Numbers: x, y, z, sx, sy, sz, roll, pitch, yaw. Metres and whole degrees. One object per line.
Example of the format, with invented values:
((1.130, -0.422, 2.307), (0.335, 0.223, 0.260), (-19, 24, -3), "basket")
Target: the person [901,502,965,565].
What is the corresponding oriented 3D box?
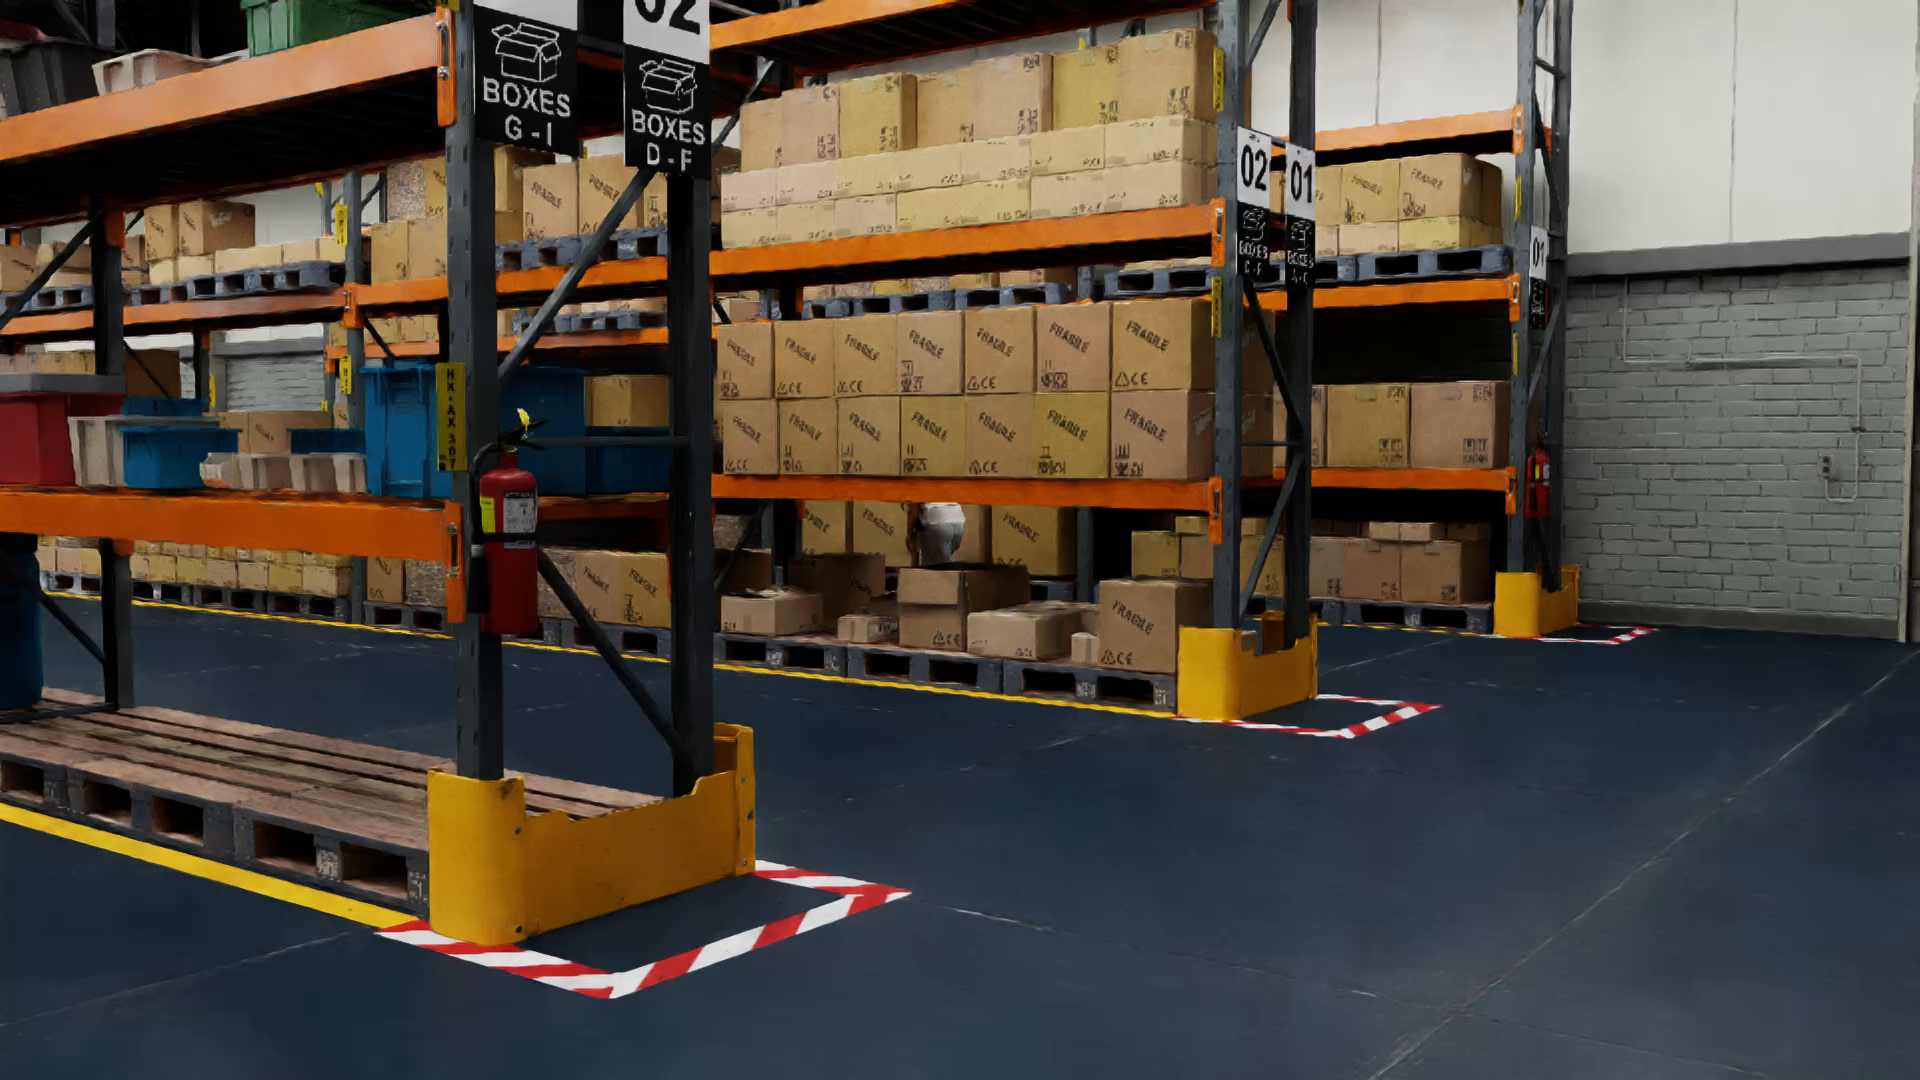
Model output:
((-0.264, -0.078, 12.855), (0.796, 1.625, 0.495), (2, 4, 31), "person")
